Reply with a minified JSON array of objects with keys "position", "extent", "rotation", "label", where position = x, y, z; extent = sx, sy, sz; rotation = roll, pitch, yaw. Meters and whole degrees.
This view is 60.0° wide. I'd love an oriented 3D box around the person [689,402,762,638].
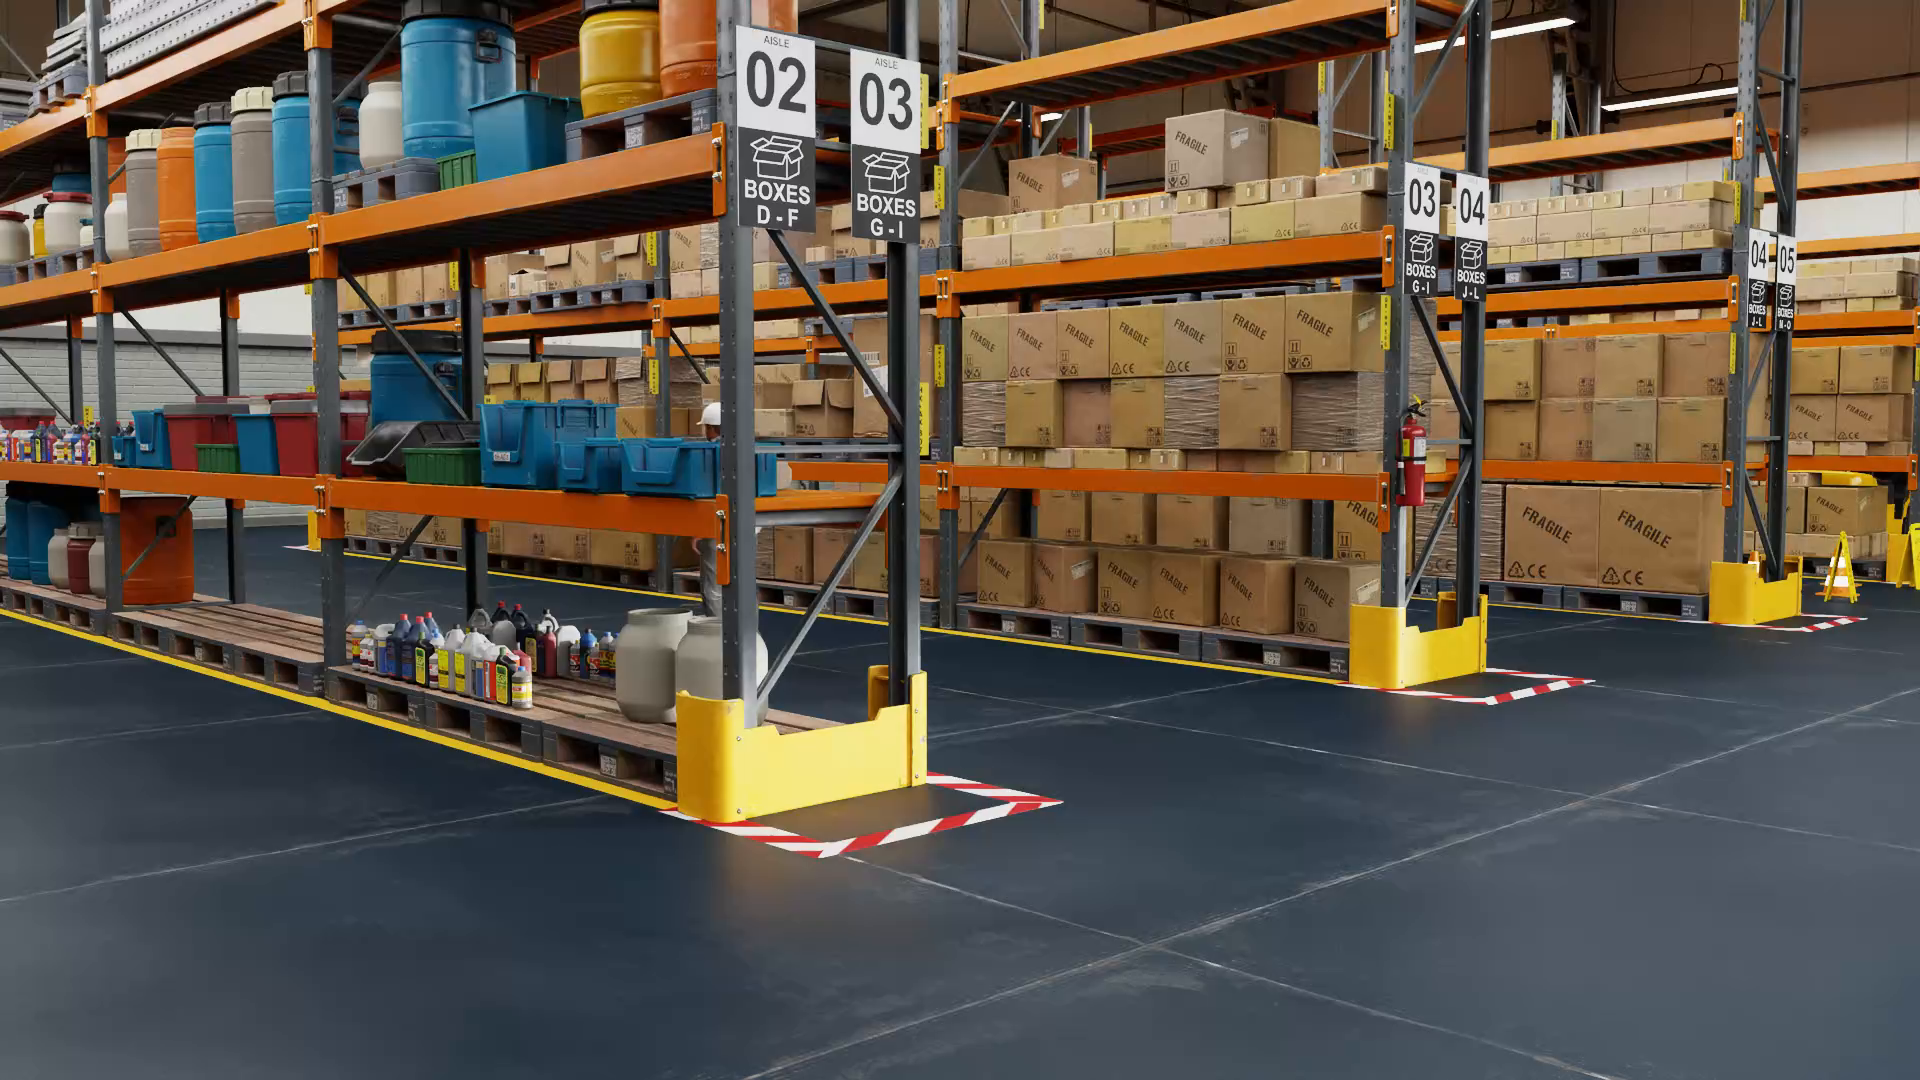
[{"position":[-1.631,-0.072,11.628],"extent":[0.467,1.773,0.584],"rotation":[4,5,43],"label":"person"}]
